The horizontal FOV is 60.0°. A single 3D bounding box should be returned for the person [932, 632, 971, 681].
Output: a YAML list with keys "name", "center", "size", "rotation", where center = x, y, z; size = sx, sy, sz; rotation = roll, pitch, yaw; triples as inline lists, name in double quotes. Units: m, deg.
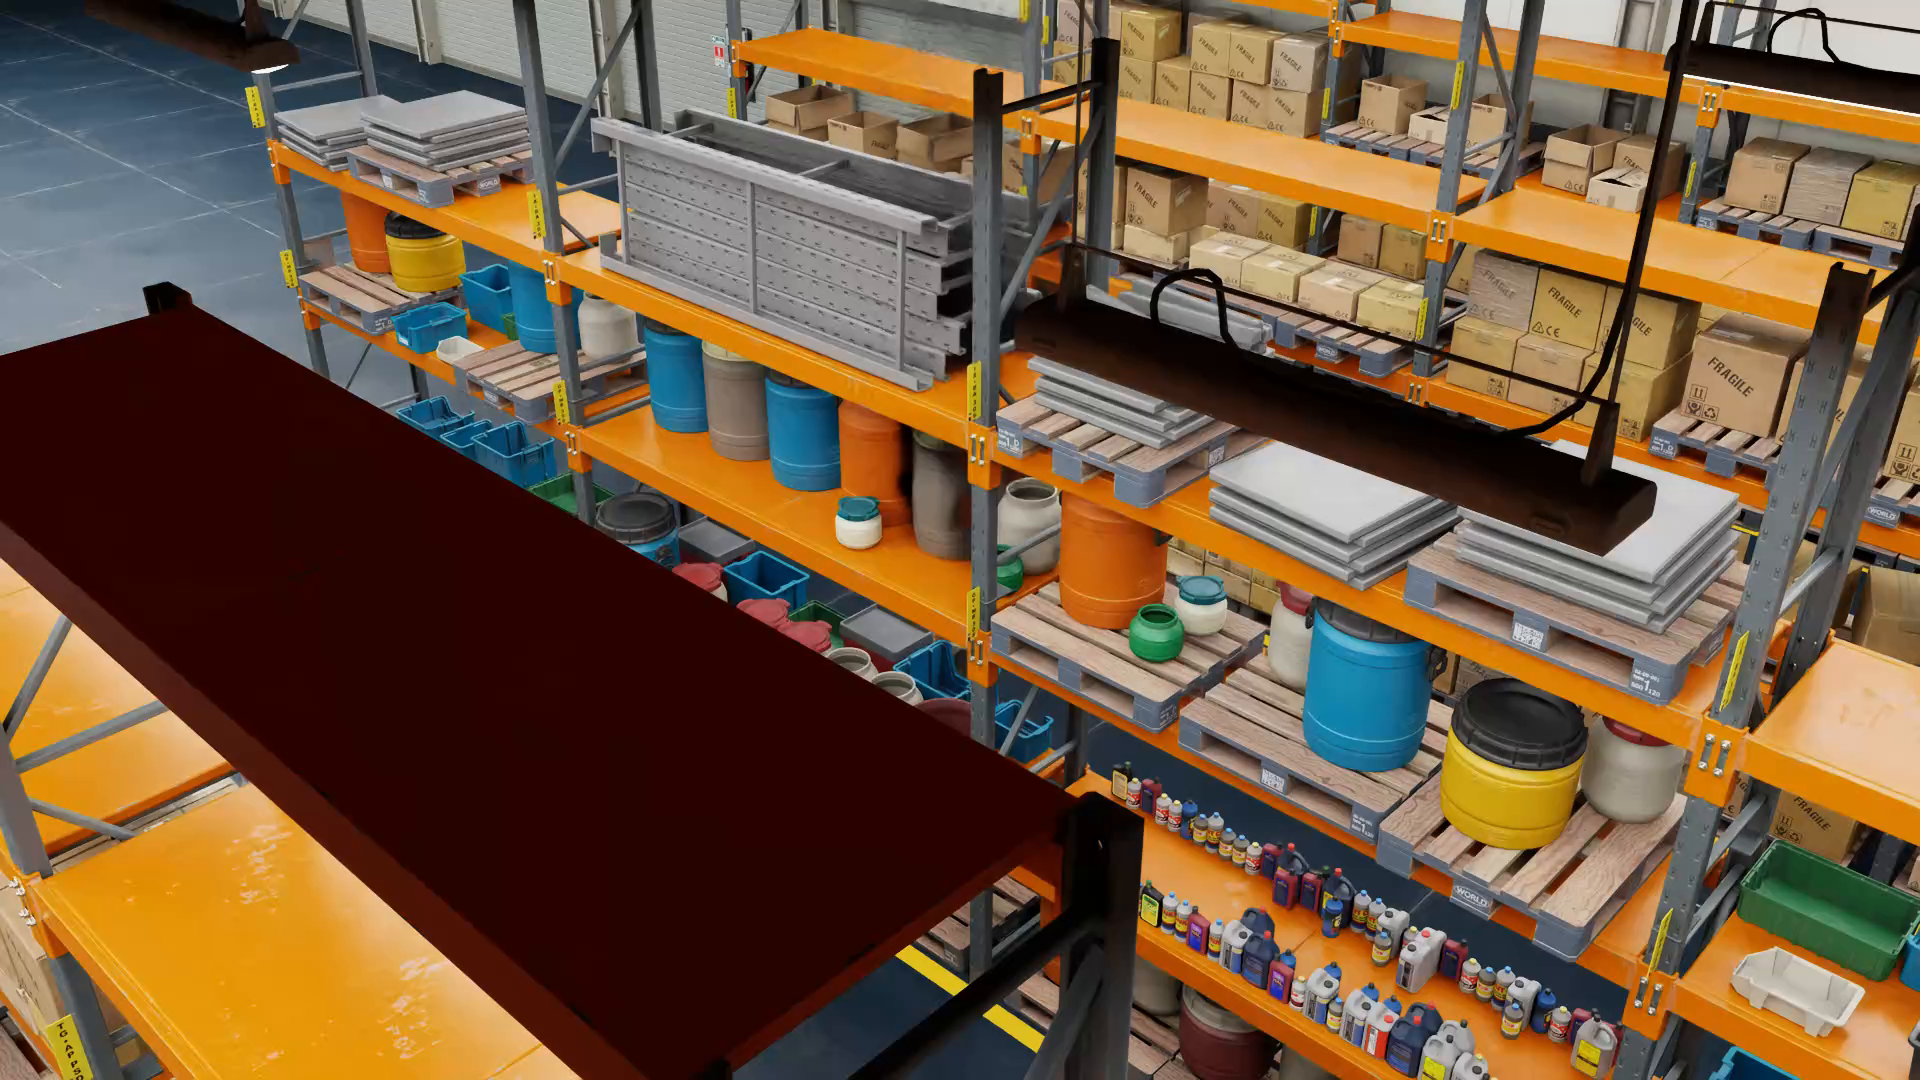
- name: "person"
  center: [-0.028, 0.770, 13.048]
  size: [0.640, 1.796, 0.890]
  rotation: [-26, 38, -38]
